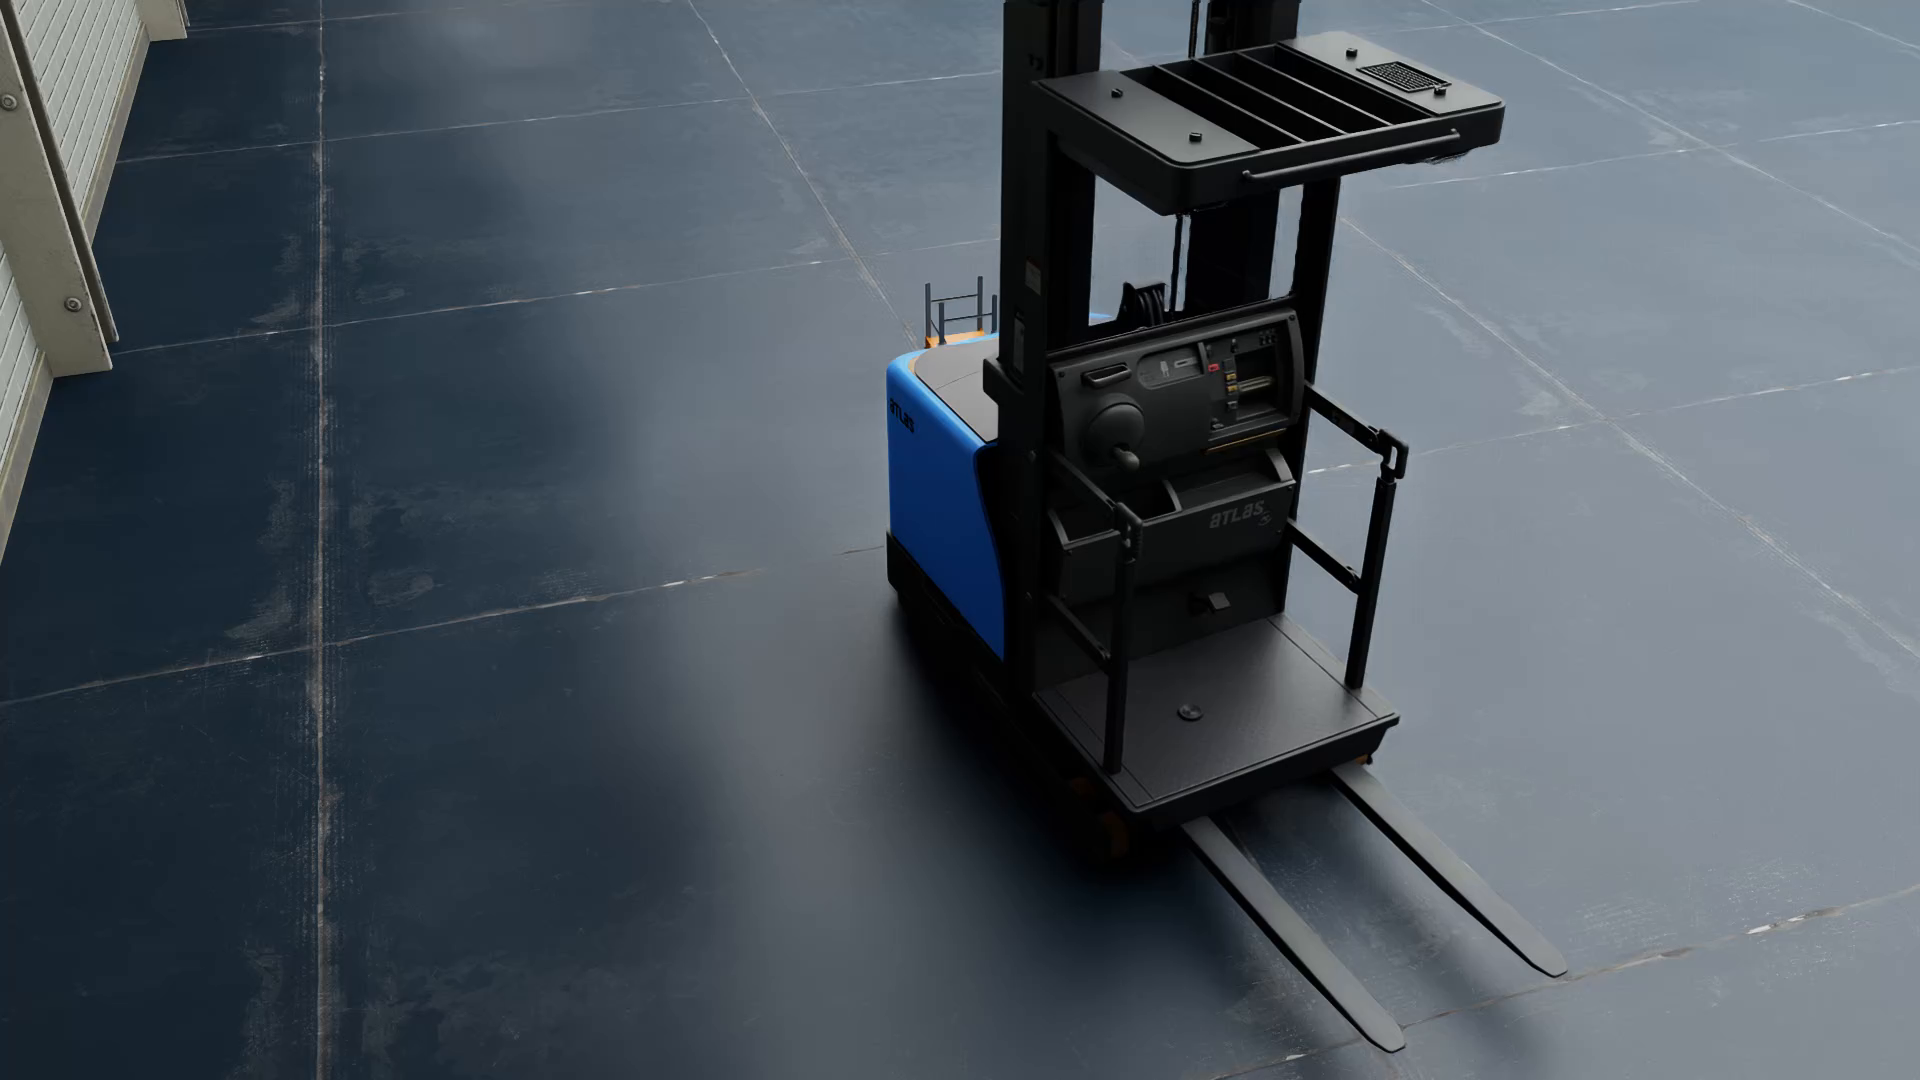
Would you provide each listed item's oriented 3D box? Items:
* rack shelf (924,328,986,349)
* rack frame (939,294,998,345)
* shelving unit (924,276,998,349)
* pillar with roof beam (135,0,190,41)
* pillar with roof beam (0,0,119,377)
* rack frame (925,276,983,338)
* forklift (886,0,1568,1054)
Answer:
[{"bbox_3d":[0.004,-0.756,6.734,0.258,0.103,0.180,-10,35,-15],"label":"rack shelf"},{"bbox_3d":[0.032,-0.445,6.835,0.240,1.200,0.006,-10,35,-15],"label":"rack frame"},{"bbox_3d":[0.004,-0.493,6.908,0.258,1.200,0.189,-10,35,-15],"label":"shelving unit"},{"bbox_3d":[-2.316,-8.585,12.079,9.100,9.000,0.400,-10,35,-15],"label":"pillar with roof beam"},{"bbox_3d":[-0.486,-5.435,7.312,9.100,9.000,0.400,-10,35,-15],"label":"pillar with roof beam"},{"bbox_3d":[-0.023,-0.541,6.980,0.240,1.200,0.006,-10,35,-15],"label":"rack frame"},{"bbox_3d":[0.818,-0.424,5.232,1.130,2.935,3.031,-16,37,-22],"label":"forklift"}]
